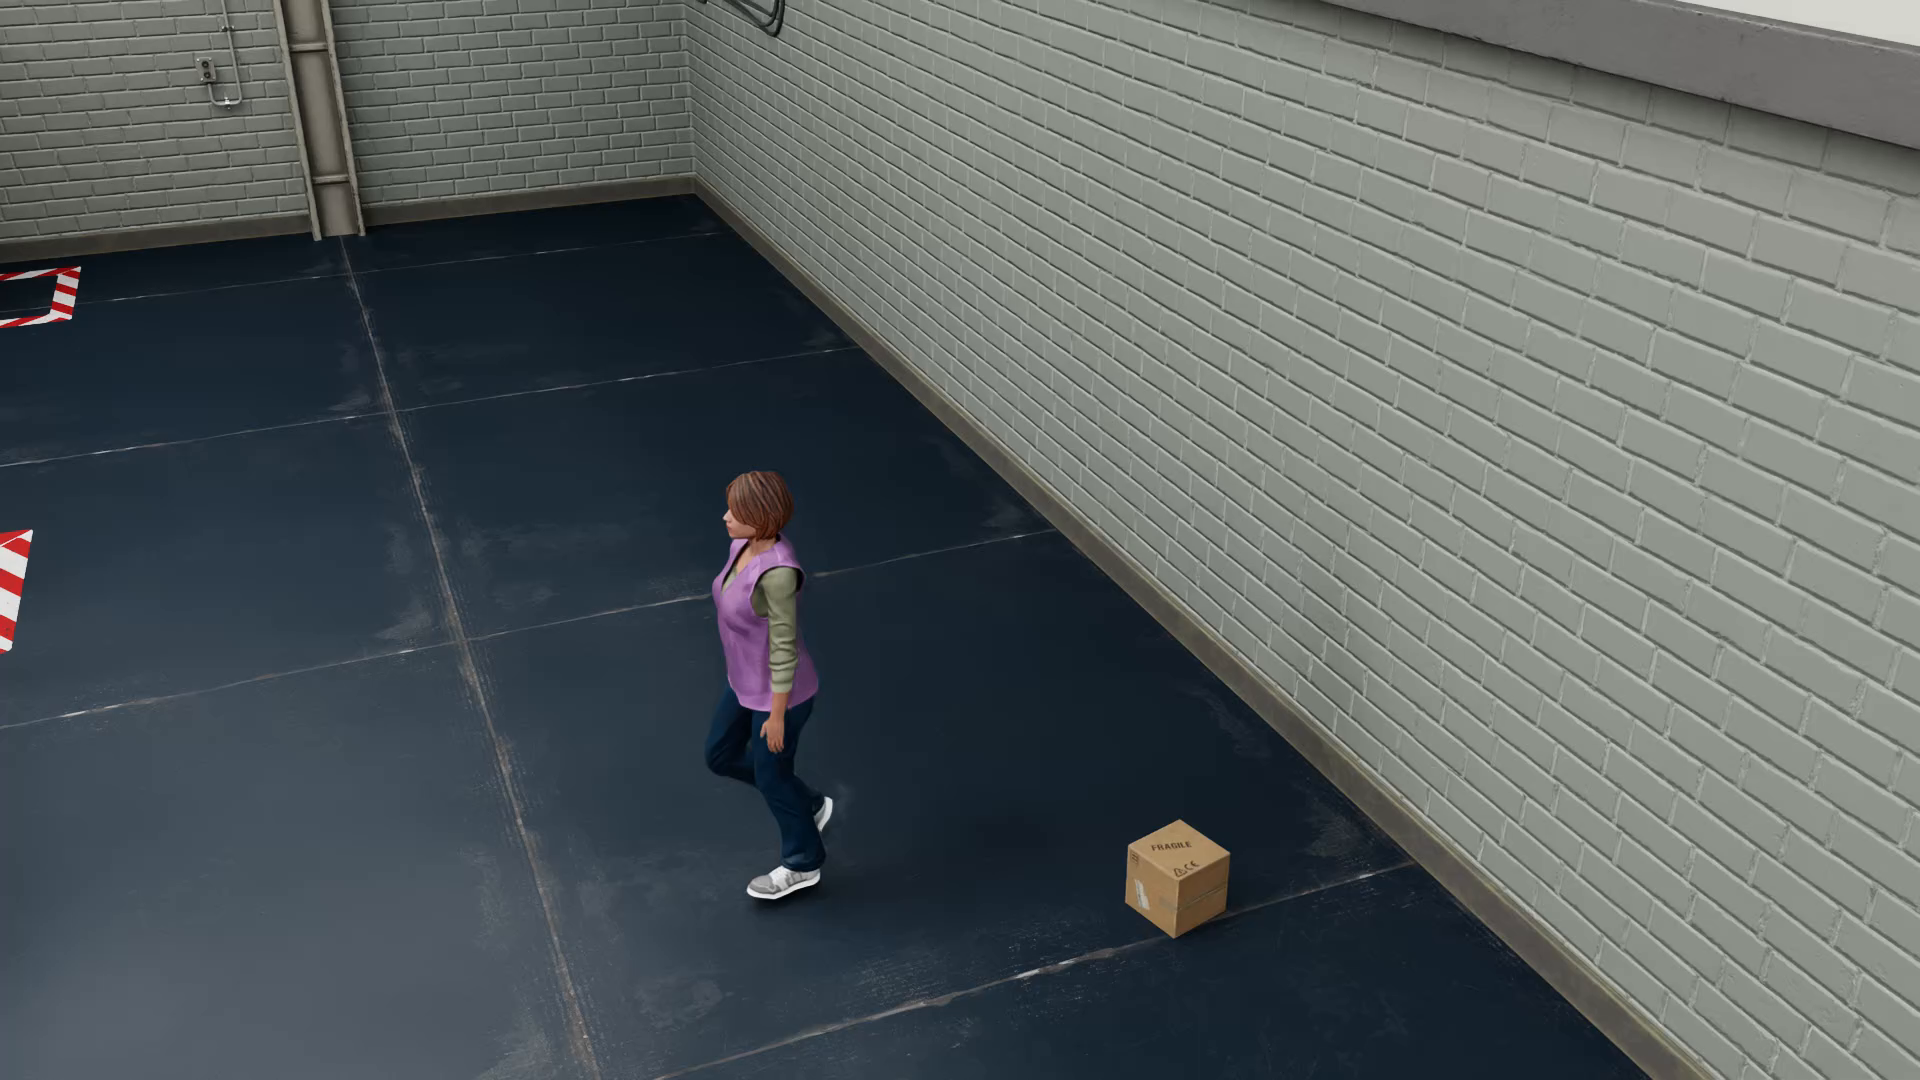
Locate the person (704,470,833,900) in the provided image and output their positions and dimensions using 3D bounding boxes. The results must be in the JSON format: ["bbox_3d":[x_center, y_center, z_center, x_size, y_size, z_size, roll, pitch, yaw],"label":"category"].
[{"bbox_3d":[-0.635,0.495,5.575,0.438,1.591,0.455,-10,28,-20],"label":"person"}]
